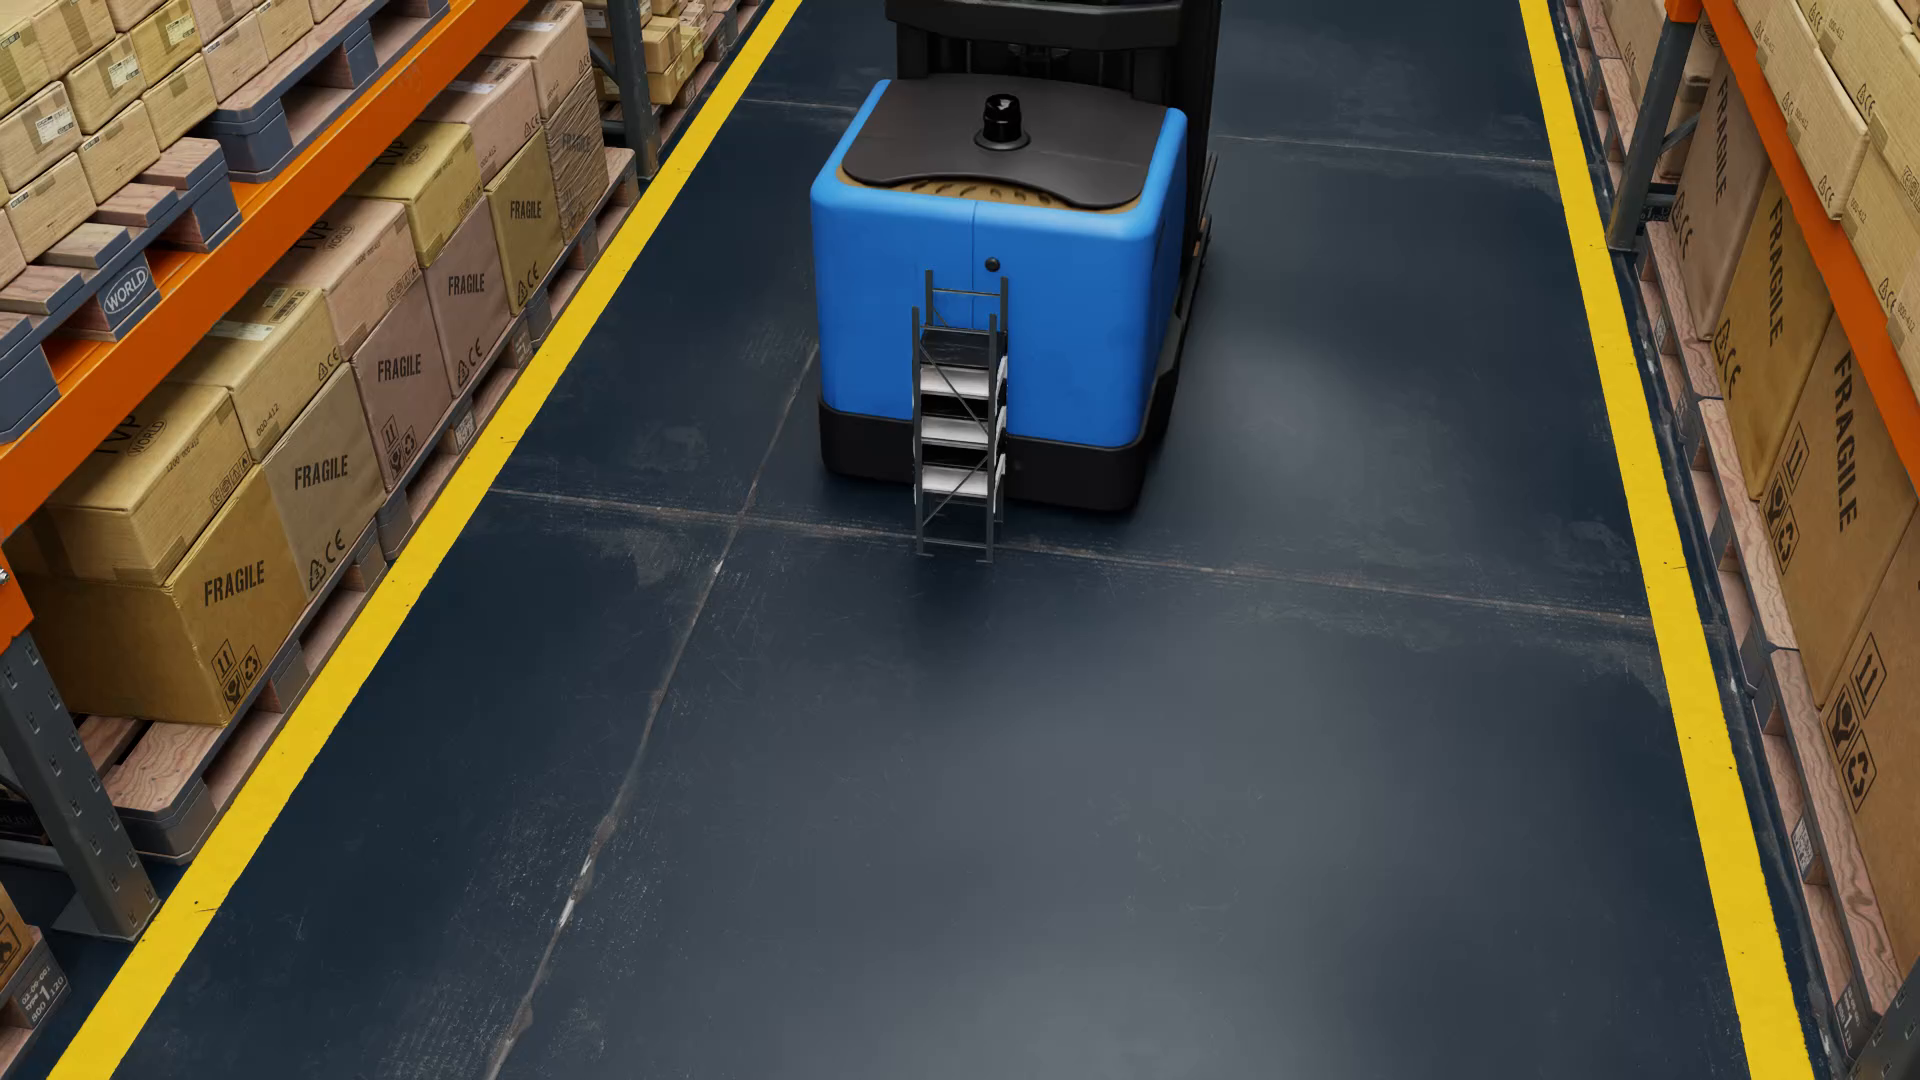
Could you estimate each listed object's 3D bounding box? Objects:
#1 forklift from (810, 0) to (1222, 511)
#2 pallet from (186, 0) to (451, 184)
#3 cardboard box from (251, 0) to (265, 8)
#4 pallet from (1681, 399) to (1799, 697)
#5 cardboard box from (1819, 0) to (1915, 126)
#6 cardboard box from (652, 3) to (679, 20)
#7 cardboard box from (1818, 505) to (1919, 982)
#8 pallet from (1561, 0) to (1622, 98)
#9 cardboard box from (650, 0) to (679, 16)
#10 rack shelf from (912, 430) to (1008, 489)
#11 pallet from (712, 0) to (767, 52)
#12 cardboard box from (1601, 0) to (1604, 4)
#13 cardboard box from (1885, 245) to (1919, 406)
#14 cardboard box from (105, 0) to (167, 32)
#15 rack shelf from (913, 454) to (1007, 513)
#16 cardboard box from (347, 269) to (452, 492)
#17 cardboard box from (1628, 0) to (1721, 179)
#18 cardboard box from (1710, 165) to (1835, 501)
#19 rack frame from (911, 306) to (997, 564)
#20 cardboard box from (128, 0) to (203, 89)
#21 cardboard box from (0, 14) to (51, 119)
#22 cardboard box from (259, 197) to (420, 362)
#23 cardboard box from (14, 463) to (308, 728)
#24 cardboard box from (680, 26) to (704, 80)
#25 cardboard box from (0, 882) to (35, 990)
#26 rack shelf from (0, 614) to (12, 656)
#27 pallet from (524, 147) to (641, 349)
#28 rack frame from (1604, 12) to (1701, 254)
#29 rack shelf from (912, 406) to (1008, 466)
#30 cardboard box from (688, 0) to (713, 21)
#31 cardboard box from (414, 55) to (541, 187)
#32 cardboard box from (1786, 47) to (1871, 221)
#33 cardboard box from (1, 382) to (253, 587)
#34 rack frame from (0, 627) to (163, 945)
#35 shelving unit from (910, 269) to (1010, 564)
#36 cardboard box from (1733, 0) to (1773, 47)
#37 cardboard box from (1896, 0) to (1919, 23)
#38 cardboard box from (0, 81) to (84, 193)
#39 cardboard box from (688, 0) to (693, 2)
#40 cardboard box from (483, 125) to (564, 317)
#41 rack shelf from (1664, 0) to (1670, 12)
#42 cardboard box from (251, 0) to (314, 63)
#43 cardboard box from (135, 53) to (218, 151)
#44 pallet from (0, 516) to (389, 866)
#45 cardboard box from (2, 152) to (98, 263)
[{"bbox_3d":[0.378,-2.167,5.570,1.130,2.935,3.031,8,40,10],"label":"forklift"},{"bbox_3d":[-2.191,-1.437,4.784,1.003,0.211,1.213,6,40,8],"label":"pallet"},{"bbox_3d":[-1.990,-1.533,4.384,0.380,0.149,0.250,6,40,7],"label":"cardboard box"},{"bbox_3d":[2.824,0.043,5.032,1.003,0.211,1.213,6,40,8],"label":"pallet"},{"bbox_3d":[2.476,-1.220,4.097,0.500,0.250,0.500,5,40,6],"label":"cardboard box"},{"bbox_3d":[-1.468,-2.313,7.368,0.380,0.149,0.250,7,40,8],"label":"cardboard box"},{"bbox_3d":[2.601,0.451,3.688,0.875,0.875,0.875,6,40,7],"label":"cardboard box"},{"bbox_3d":[3.509,-2.454,8.052,1.003,0.211,1.213,6,40,8],"label":"pallet"},{"bbox_3d":[-1.431,-2.426,7.271,0.380,0.149,0.250,8,40,10],"label":"cardboard box"},{"bbox_3d":[0.001,-0.257,5.048,0.258,0.077,0.200,6,40,8],"label":"rack shelf"},{"bbox_3d":[-1.511,-2.893,8.583,1.003,0.211,1.213,6,40,8],"label":"pallet"},{"bbox_3d":[3.618,-2.976,8.177,0.875,0.438,0.875,7,40,9],"label":"cardboard box"},{"bbox_3d":[2.304,-0.392,3.488,0.500,0.250,0.500,7,40,8],"label":"cardboard box"},{"bbox_3d":[-2.085,-1.315,3.888,0.380,0.149,0.250,5,40,6],"label":"cardboard box"},{"bbox_3d":[0.001,-0.187,5.105,0.258,0.077,0.200,6,40,8],"label":"rack shelf"},{"bbox_3d":[-1.952,-0.517,5.153,0.500,0.500,0.500,5,40,7],"label":"cardboard box"},{"bbox_3d":[3.306,-1.848,6.813,0.875,0.438,0.875,6,40,7],"label":"cardboard box"},{"bbox_3d":[2.915,-0.669,5.043,0.875,0.875,0.875,7,40,9],"label":"cardboard box"},{"bbox_3d":[-0.016,-0.288,4.892,0.240,0.900,0.006,6,40,8],"label":"rack frame"},{"bbox_3d":[-2.081,-1.221,4.007,0.380,0.149,0.250,7,40,8],"label":"cardboard box"},{"bbox_3d":[-2.178,-0.996,3.501,0.380,0.149,0.250,5,40,6],"label":"cardboard box"},{"bbox_3d":[-1.949,-0.785,4.889,0.500,0.250,0.500,7,40,8],"label":"cardboard box"},{"bbox_3d":[-2.120,0.122,4.381,0.500,0.500,0.500,5,40,6],"label":"cardboard box"},{"bbox_3d":[-1.375,-2.197,7.462,0.380,0.149,0.250,8,40,9],"label":"cardboard box"},{"bbox_3d":[-2.687,0.814,3.348,1.050,0.750,0.750,6,40,7],"label":"cardboard box"},{"bbox_3d":[-2.839,1.269,1.926,1.077,0.370,4.000,6,40,8],"label":"rack shelf"},{"bbox_3d":[-1.934,-1.211,6.549,1.003,0.211,1.213,6,40,8],"label":"pallet"},{"bbox_3d":[3.092,-2.292,5.668,1.000,3.000,0.127,6,40,8],"label":"rack frame"},{"bbox_3d":[0.001,-0.326,4.991,0.258,0.077,0.200,6,40,8],"label":"rack shelf"},{"bbox_3d":[-1.389,-2.524,7.857,0.380,0.149,0.250,6,40,7],"label":"cardboard box"},{"bbox_3d":[-1.783,-1.445,5.688,0.500,0.250,0.500,8,40,10],"label":"cardboard box"},{"bbox_3d":[2.468,-1.030,4.259,0.500,0.250,0.500,6,40,7],"label":"cardboard box"},{"bbox_3d":[-2.135,-0.157,4.130,0.500,0.250,0.500,5,40,6],"label":"cardboard box"},{"bbox_3d":[-2.493,-0.264,3.215,1.000,3.000,0.127,6,40,8],"label":"rack frame"},{"bbox_3d":[0.001,-0.352,4.969,0.258,0.900,0.210,6,40,8],"label":"shelving unit"},{"bbox_3d":[2.668,-1.662,5.024,0.500,0.250,0.500,5,40,7],"label":"cardboard box"},{"bbox_3d":[2.499,-1.509,3.858,0.500,0.500,0.500,6,40,7],"label":"cardboard box"},{"bbox_3d":[-2.167,-0.895,3.613,0.380,0.149,0.250,8,40,10],"label":"cardboard box"},{"bbox_3d":[-1.411,-2.639,7.762,0.380,0.149,0.250,4,40,5],"label":"cardboard box"},{"bbox_3d":[-1.770,-1.159,5.929,0.500,0.500,0.500,6,40,7],"label":"cardboard box"},{"bbox_3d":[3.438,-3.270,7.415,1.077,0.370,4.000,6,40,8],"label":"rack shelf"},{"bbox_3d":[-1.989,-1.420,4.481,0.380,0.149,0.250,7,40,8],"label":"cardboard box"},{"bbox_3d":[-2.079,-1.095,4.088,0.380,0.149,0.250,8,40,10],"label":"cardboard box"},{"bbox_3d":[-2.357,0.321,4.697,1.003,0.211,1.213,6,40,8],"label":"pallet"},{"bbox_3d":[-2.170,-0.756,3.678,0.380,0.149,0.250,8,40,10],"label":"cardboard box"}]
